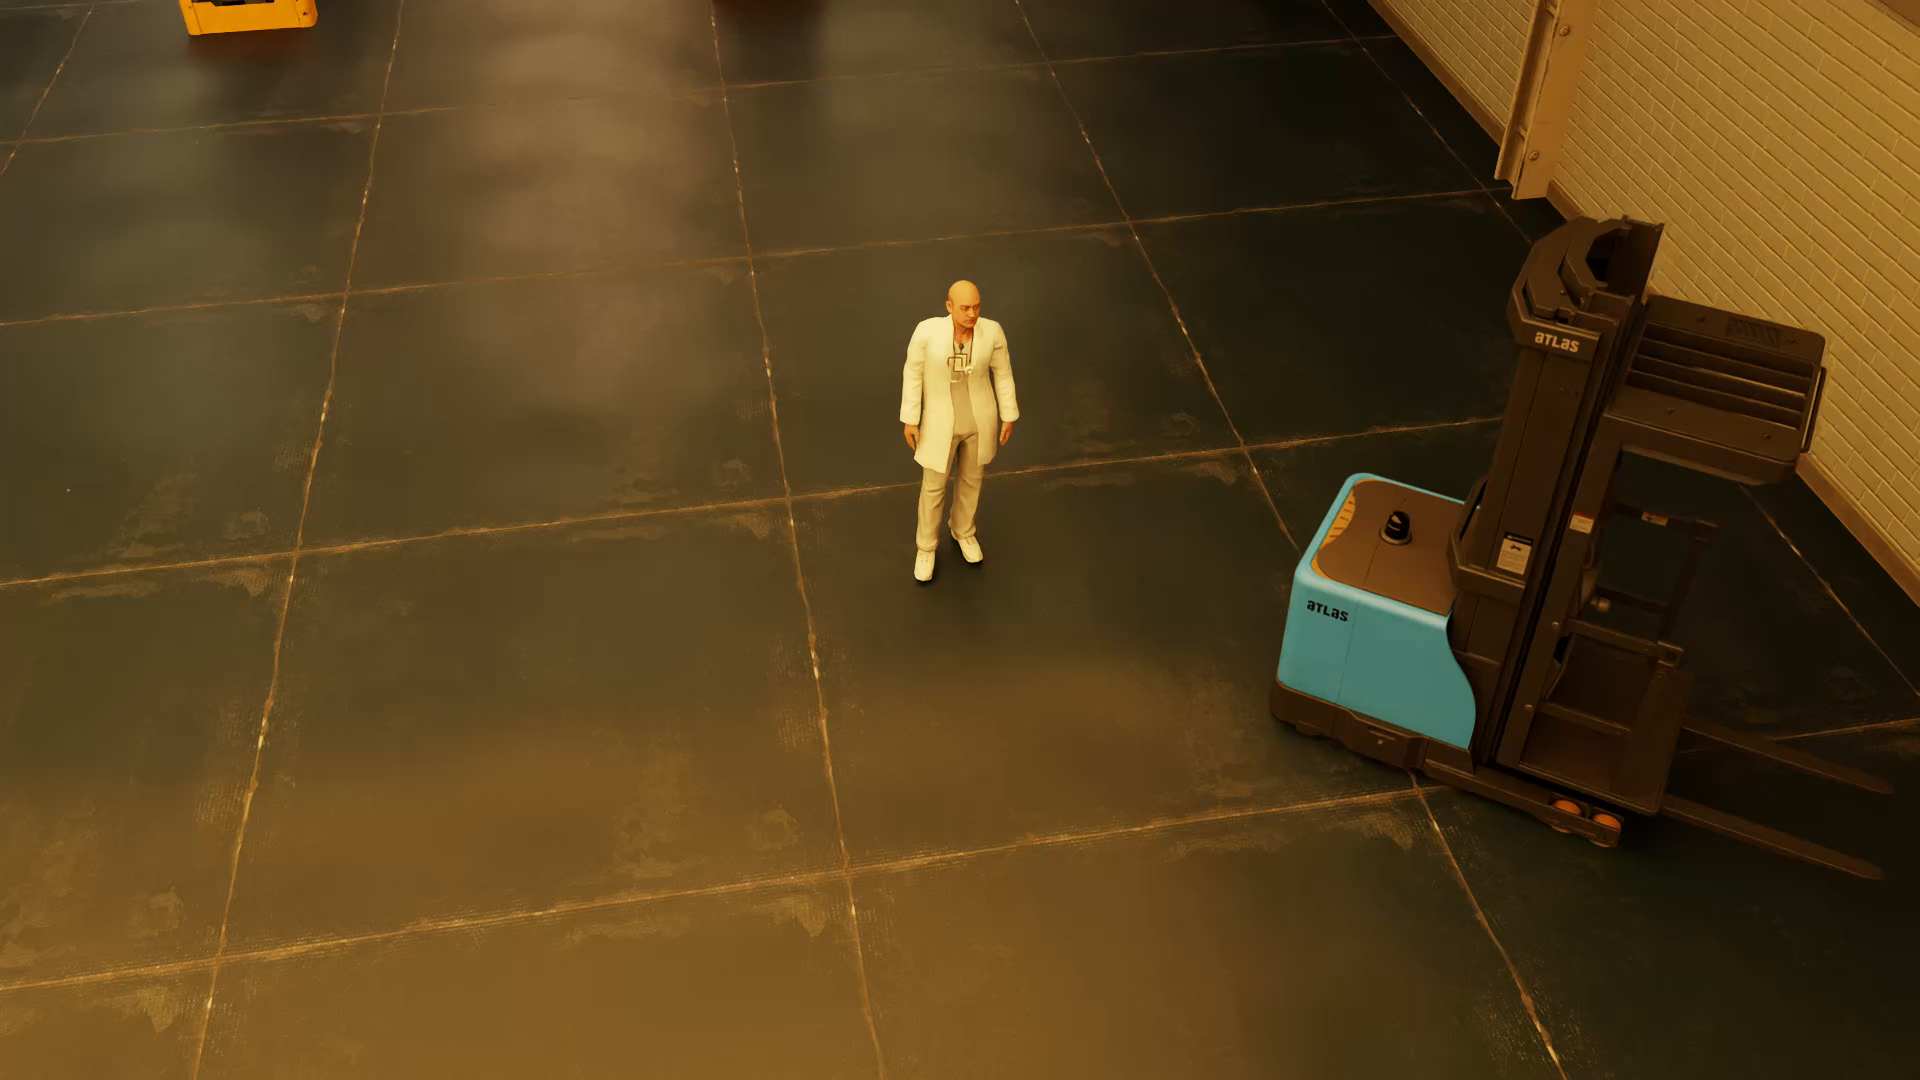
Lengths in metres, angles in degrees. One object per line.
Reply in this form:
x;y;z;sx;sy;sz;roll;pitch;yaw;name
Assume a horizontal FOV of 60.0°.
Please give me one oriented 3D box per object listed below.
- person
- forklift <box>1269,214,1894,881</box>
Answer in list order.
0.012;-0.624;9.570;0.698;1.778;0.578;-7;41;-8;person
3.228;0.035;7.916;3.031;2.935;1.130;19;44;21;forklift
